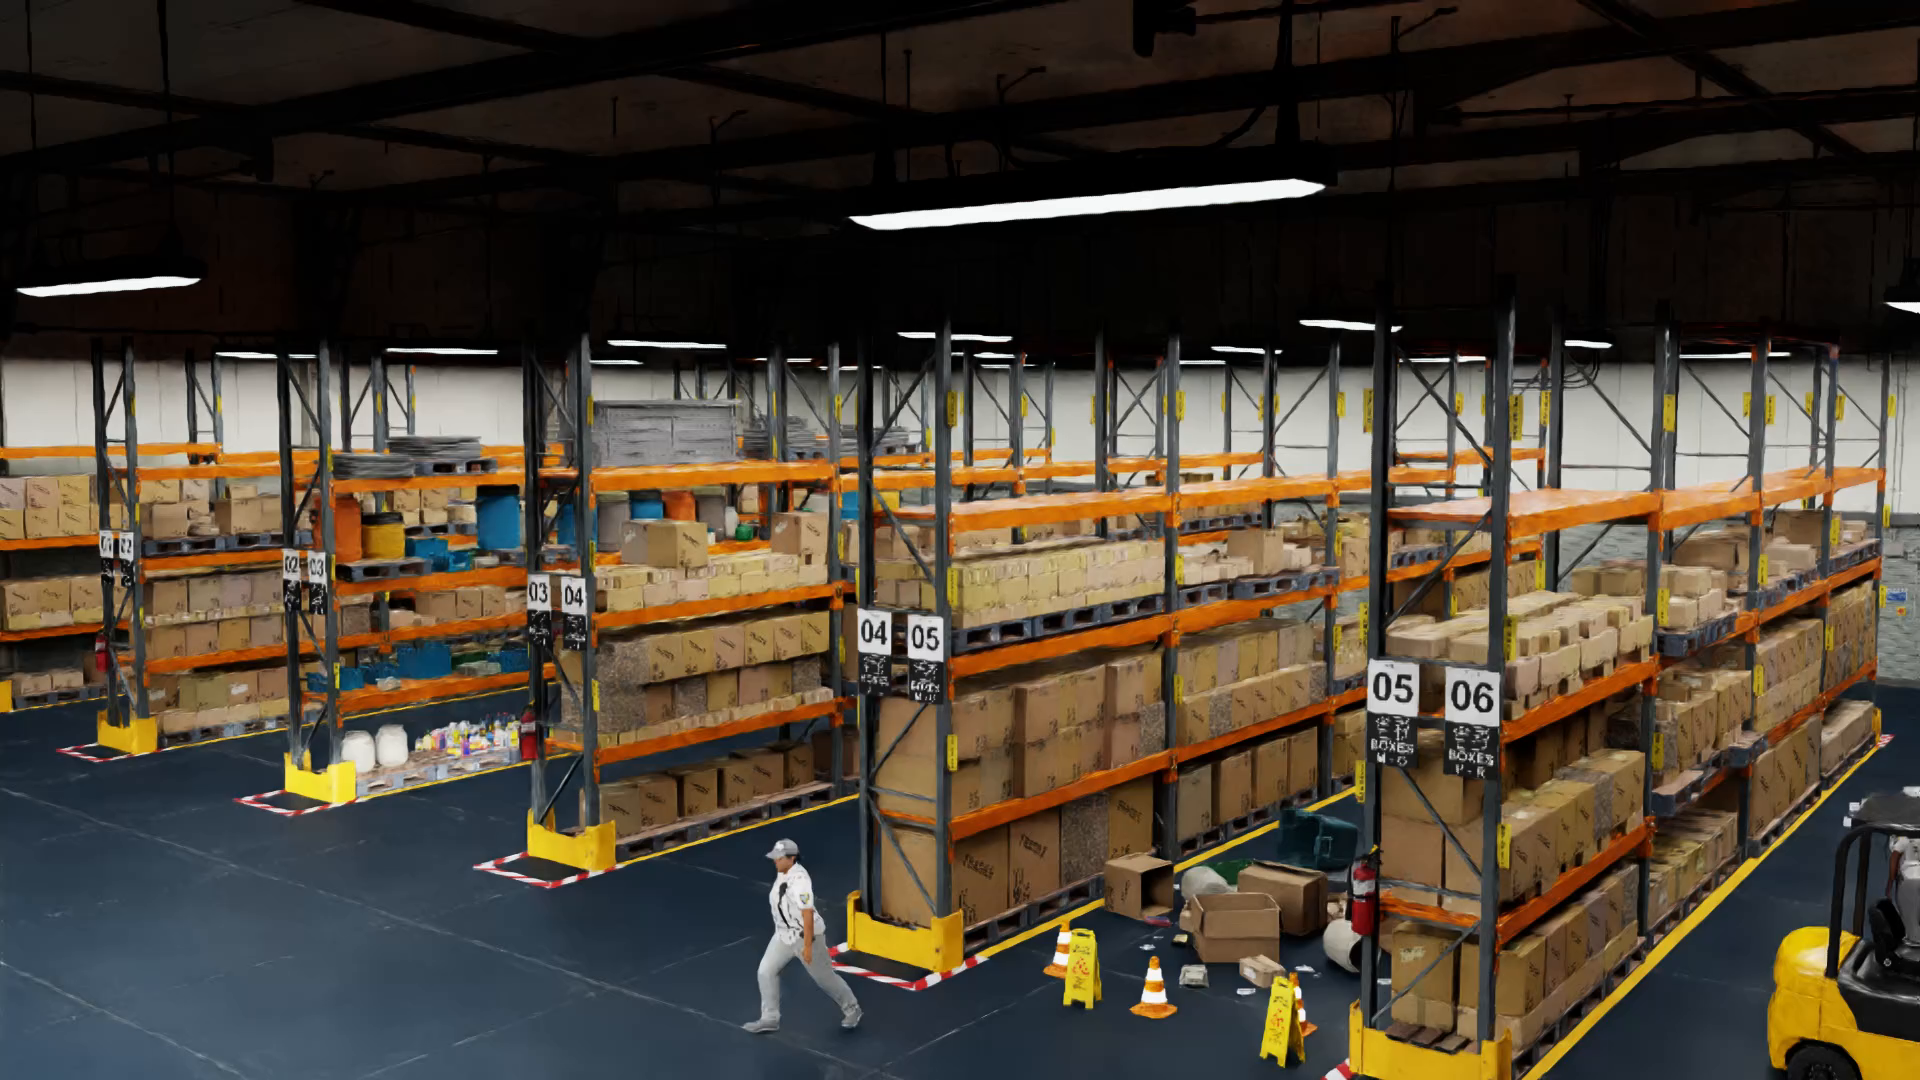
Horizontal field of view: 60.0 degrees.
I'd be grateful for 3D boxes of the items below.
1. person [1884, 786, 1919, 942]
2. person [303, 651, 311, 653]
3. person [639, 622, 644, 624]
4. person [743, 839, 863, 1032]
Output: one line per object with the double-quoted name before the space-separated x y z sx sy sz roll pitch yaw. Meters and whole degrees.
"person" 8.465 3.033 14.819 0.574 1.664 0.545 -2 5 -23
"person" -11.913 1.649 30.648 0.682 1.715 0.542 3 6 35
"person" -5.083 1.998 27.127 0.992 1.587 0.443 -5 7 -43
"person" -1.262 3.194 13.462 0.924 1.598 0.534 -3 6 -31
